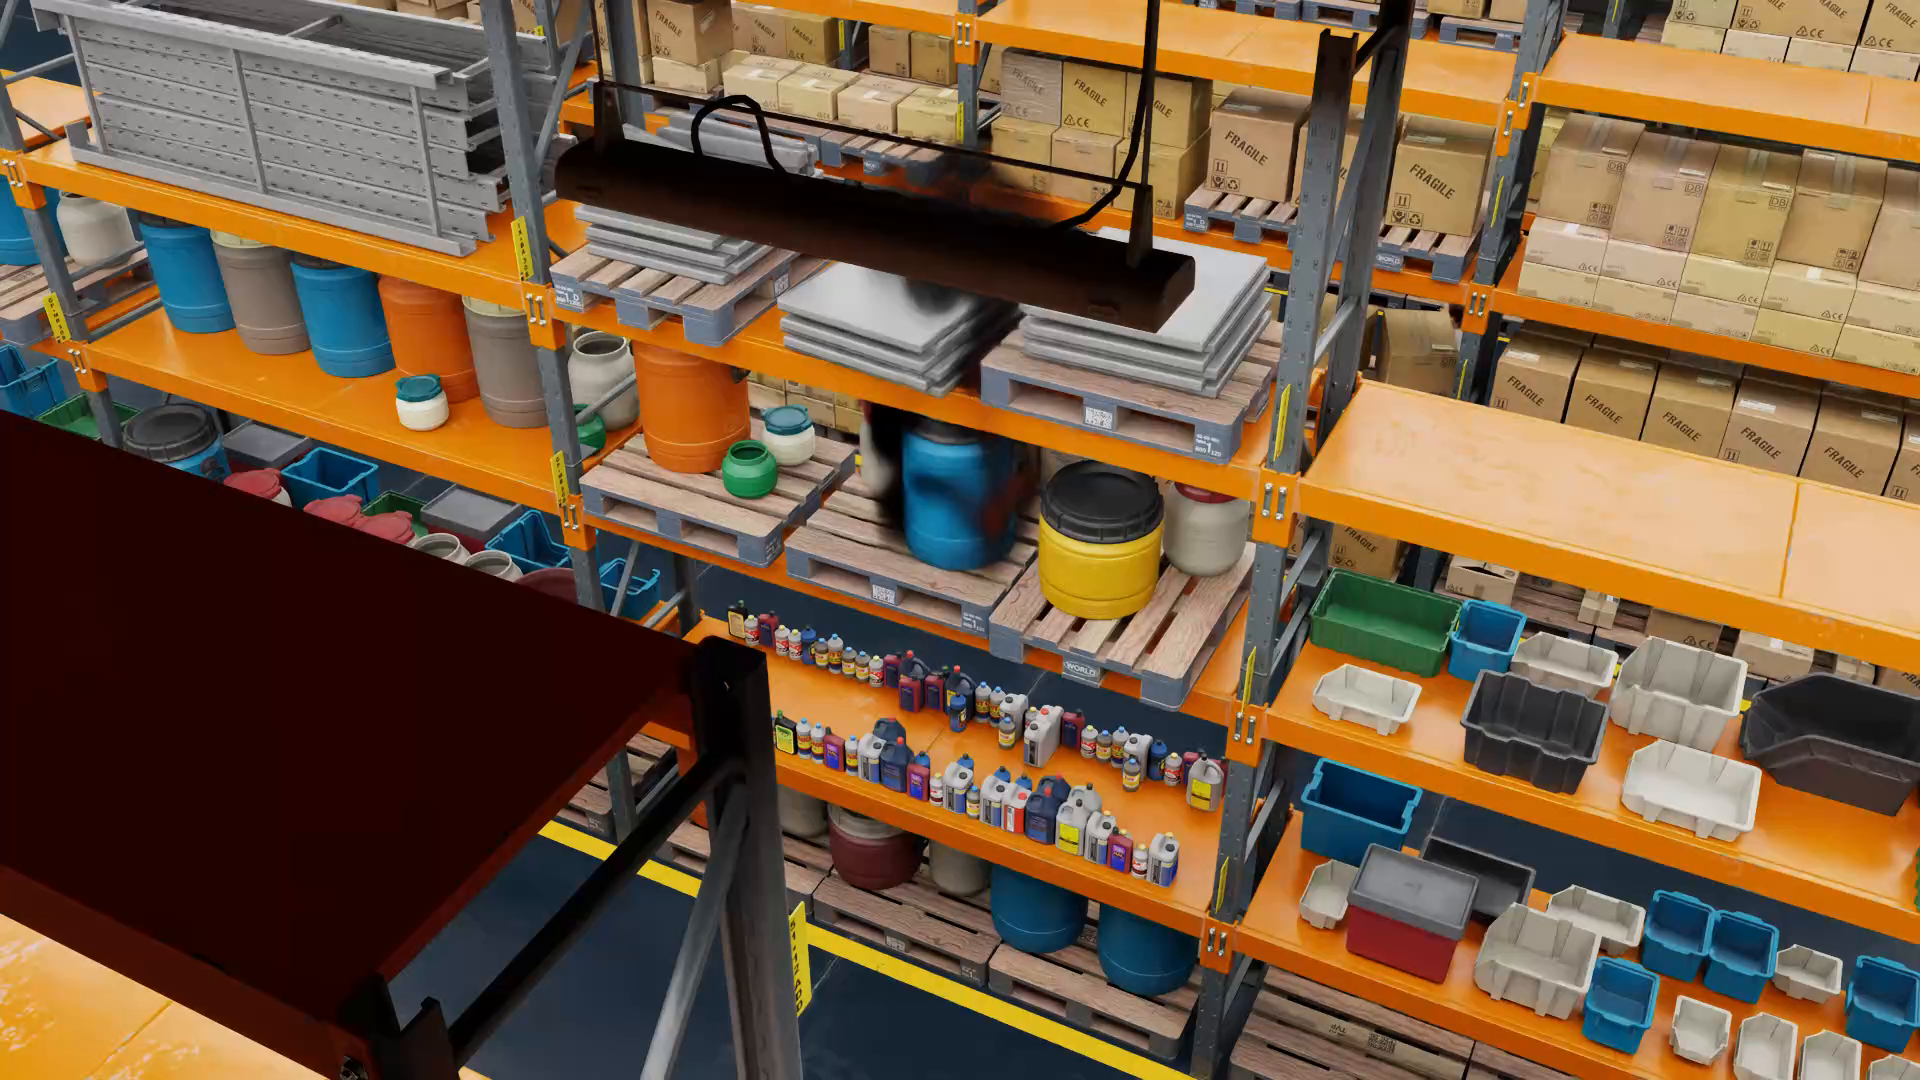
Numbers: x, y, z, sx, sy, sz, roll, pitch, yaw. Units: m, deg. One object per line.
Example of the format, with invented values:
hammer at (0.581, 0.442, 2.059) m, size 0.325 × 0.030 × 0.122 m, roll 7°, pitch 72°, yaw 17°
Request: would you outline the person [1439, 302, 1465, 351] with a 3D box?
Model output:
person at (4.112, -1.387, 14.394) m, size 0.621 × 1.631 × 0.562 m, roll 13°, pitch 37°, yaw 18°
